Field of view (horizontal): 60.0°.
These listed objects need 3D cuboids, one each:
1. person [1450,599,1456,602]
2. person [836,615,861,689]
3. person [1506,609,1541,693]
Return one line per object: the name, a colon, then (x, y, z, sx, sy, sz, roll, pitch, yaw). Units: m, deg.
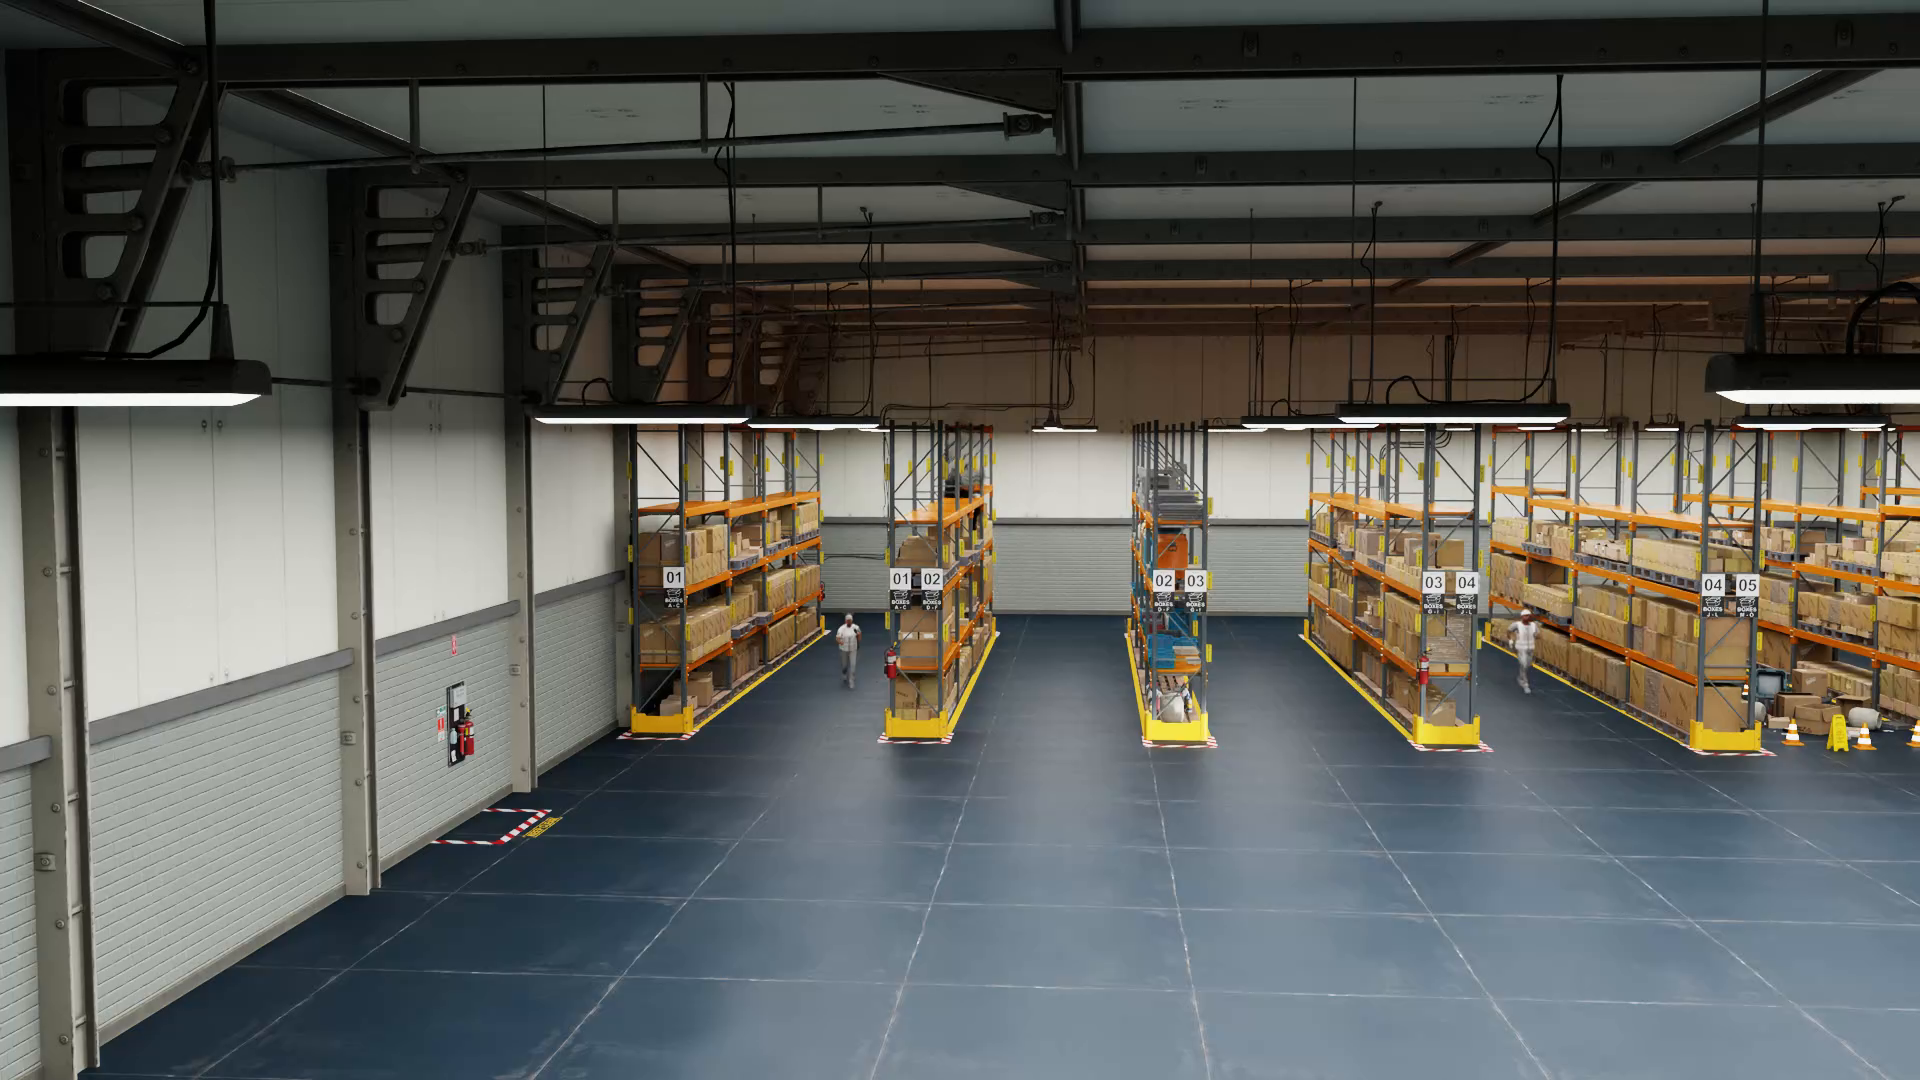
person: (13.722, 1.908, 46.977, 0.736, 1.694, 0.695, 2, 4, 34)
person: (-2.528, 2.511, 37.841, 0.592, 1.647, 0.886, -1, 4, -8)
person: (12.633, 2.459, 37.182, 0.671, 1.818, 0.897, 0, 4, -8)
